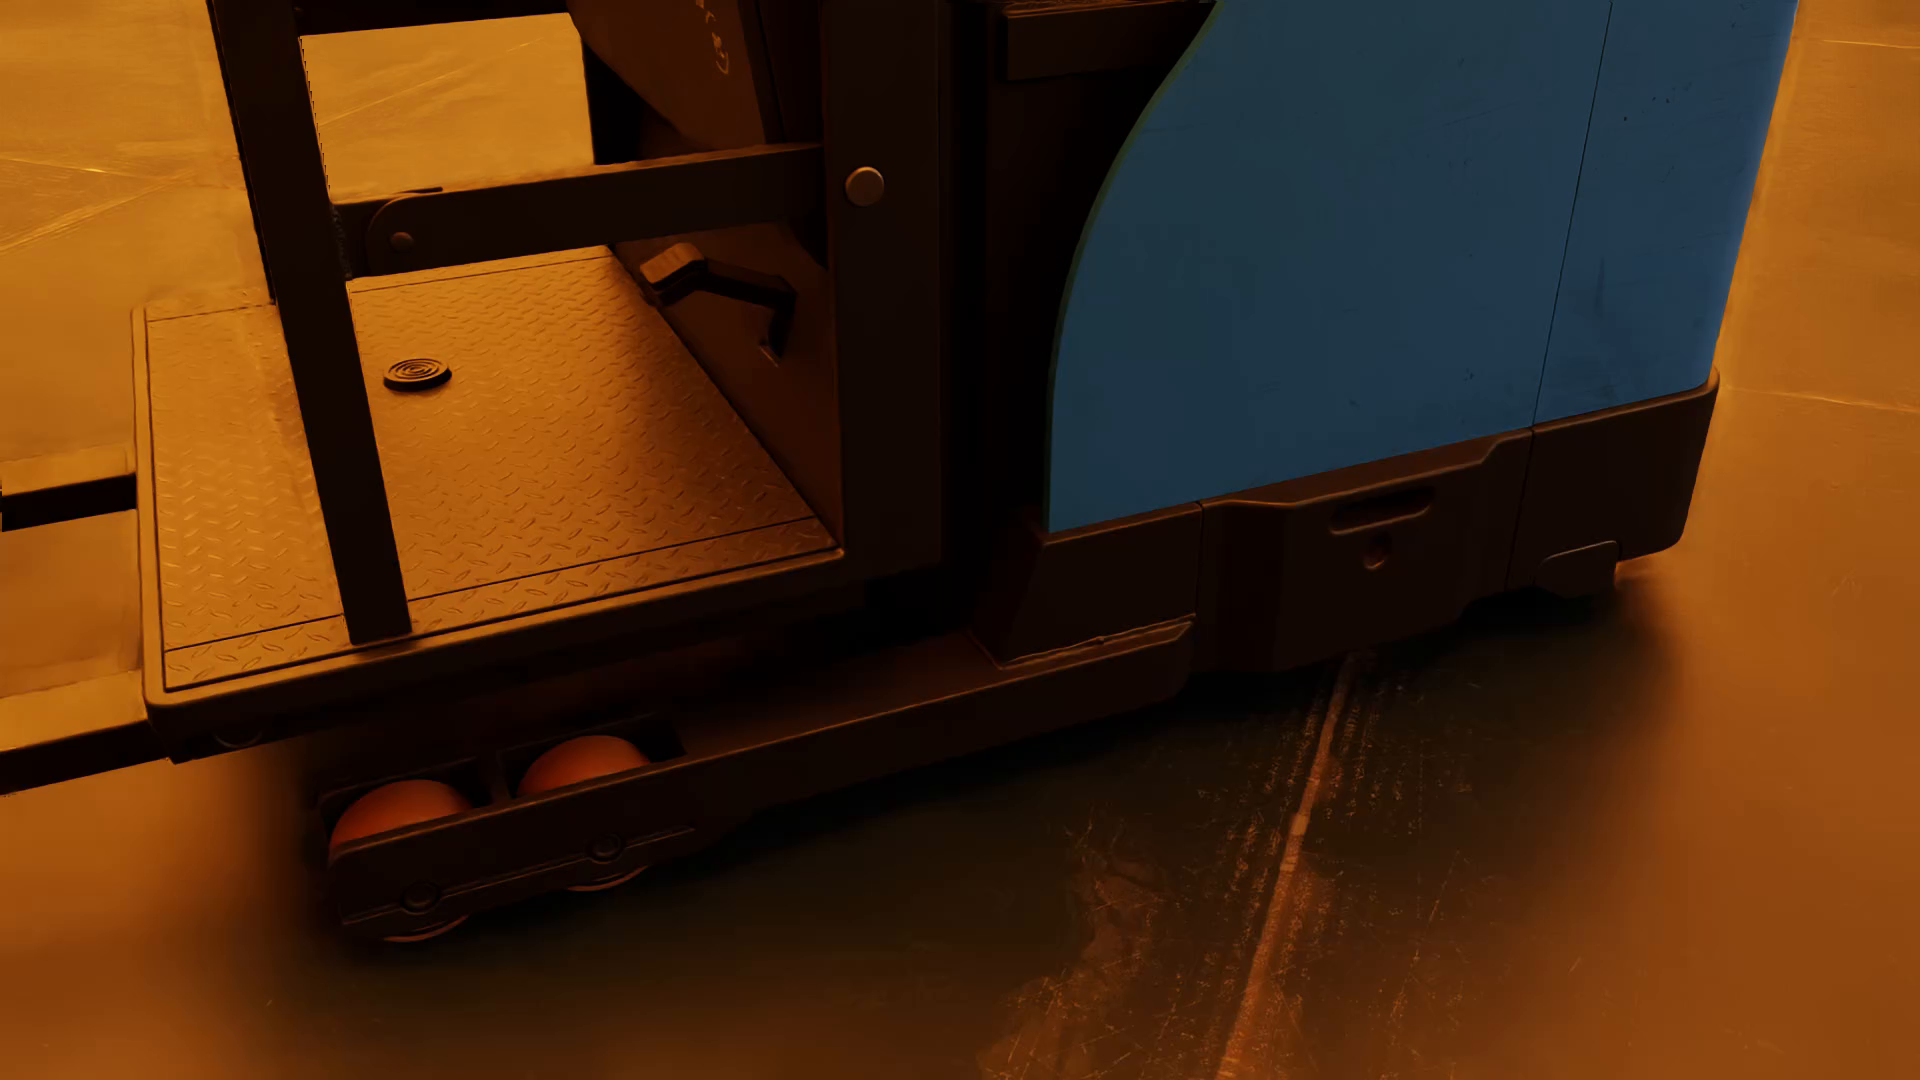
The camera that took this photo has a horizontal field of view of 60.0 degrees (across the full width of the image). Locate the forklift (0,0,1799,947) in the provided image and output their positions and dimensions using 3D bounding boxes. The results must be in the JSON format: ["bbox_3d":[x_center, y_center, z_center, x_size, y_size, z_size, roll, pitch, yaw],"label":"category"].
[{"bbox_3d":[-0.523,-1.150,1.556,3.031,2.935,1.130,-12,32,-21],"label":"forklift"}]
